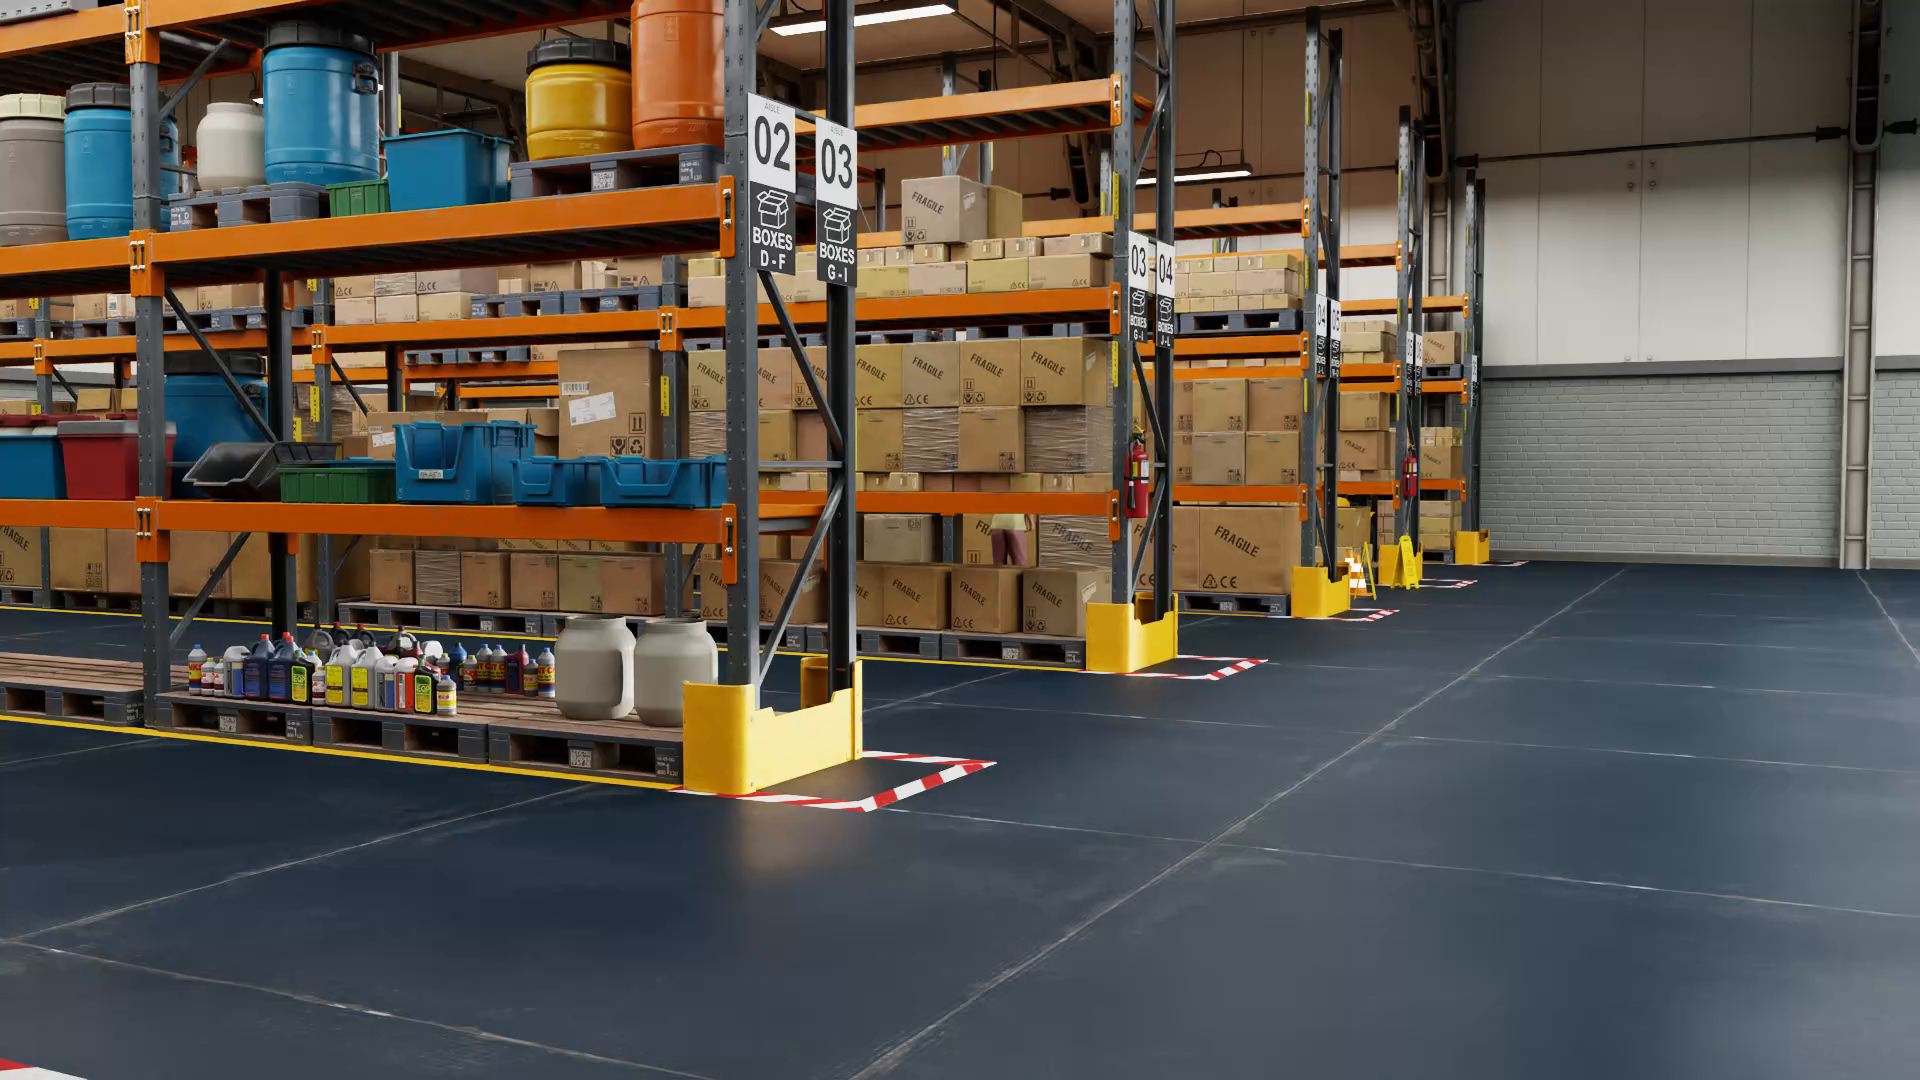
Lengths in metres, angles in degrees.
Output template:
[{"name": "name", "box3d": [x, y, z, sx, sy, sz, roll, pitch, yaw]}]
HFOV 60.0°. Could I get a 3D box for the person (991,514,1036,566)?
[{"name": "person", "box3d": [0.506, -0.058, 16.387, 0.404, 1.668, 0.538, 1, 3, 26]}]
